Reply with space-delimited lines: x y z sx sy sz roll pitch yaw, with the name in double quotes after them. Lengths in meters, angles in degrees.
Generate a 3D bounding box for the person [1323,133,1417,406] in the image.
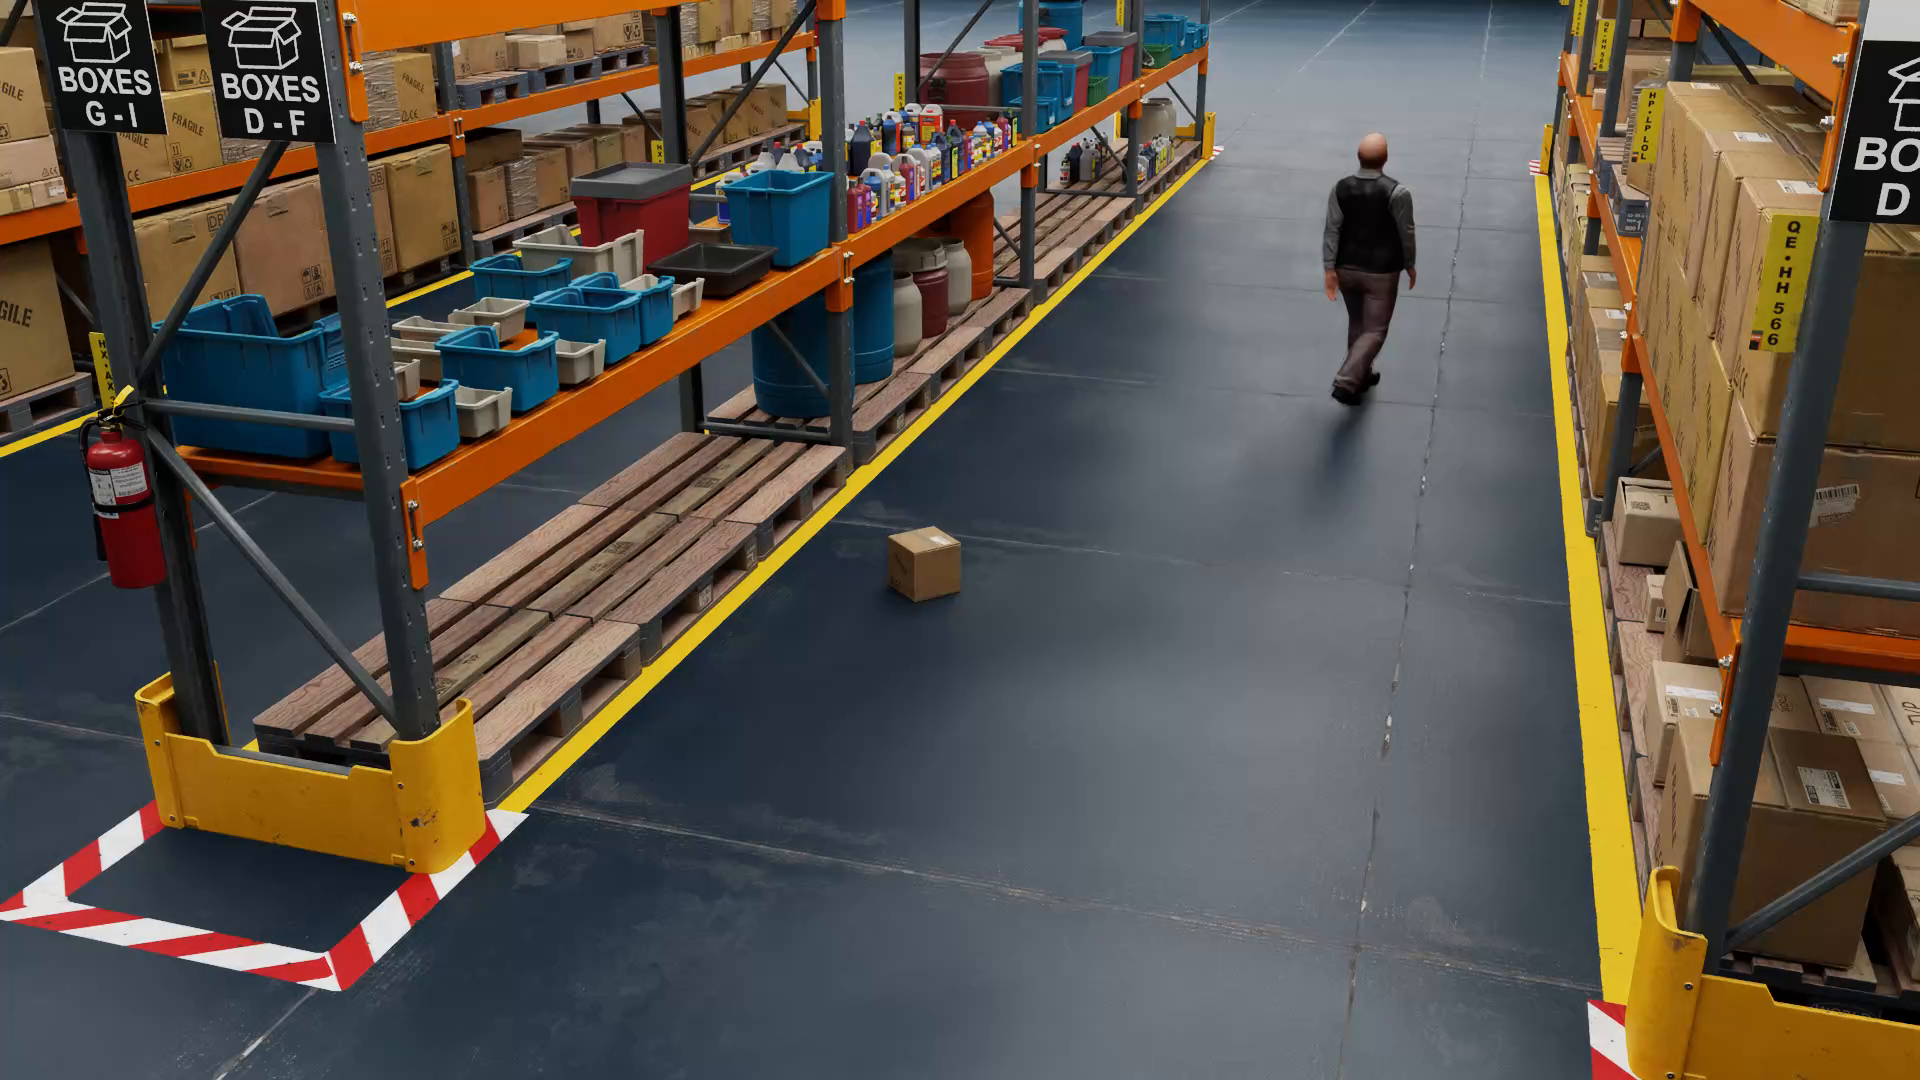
2.527 -1.660 10.282 0.528 1.685 0.964 17 27 36 "person"
